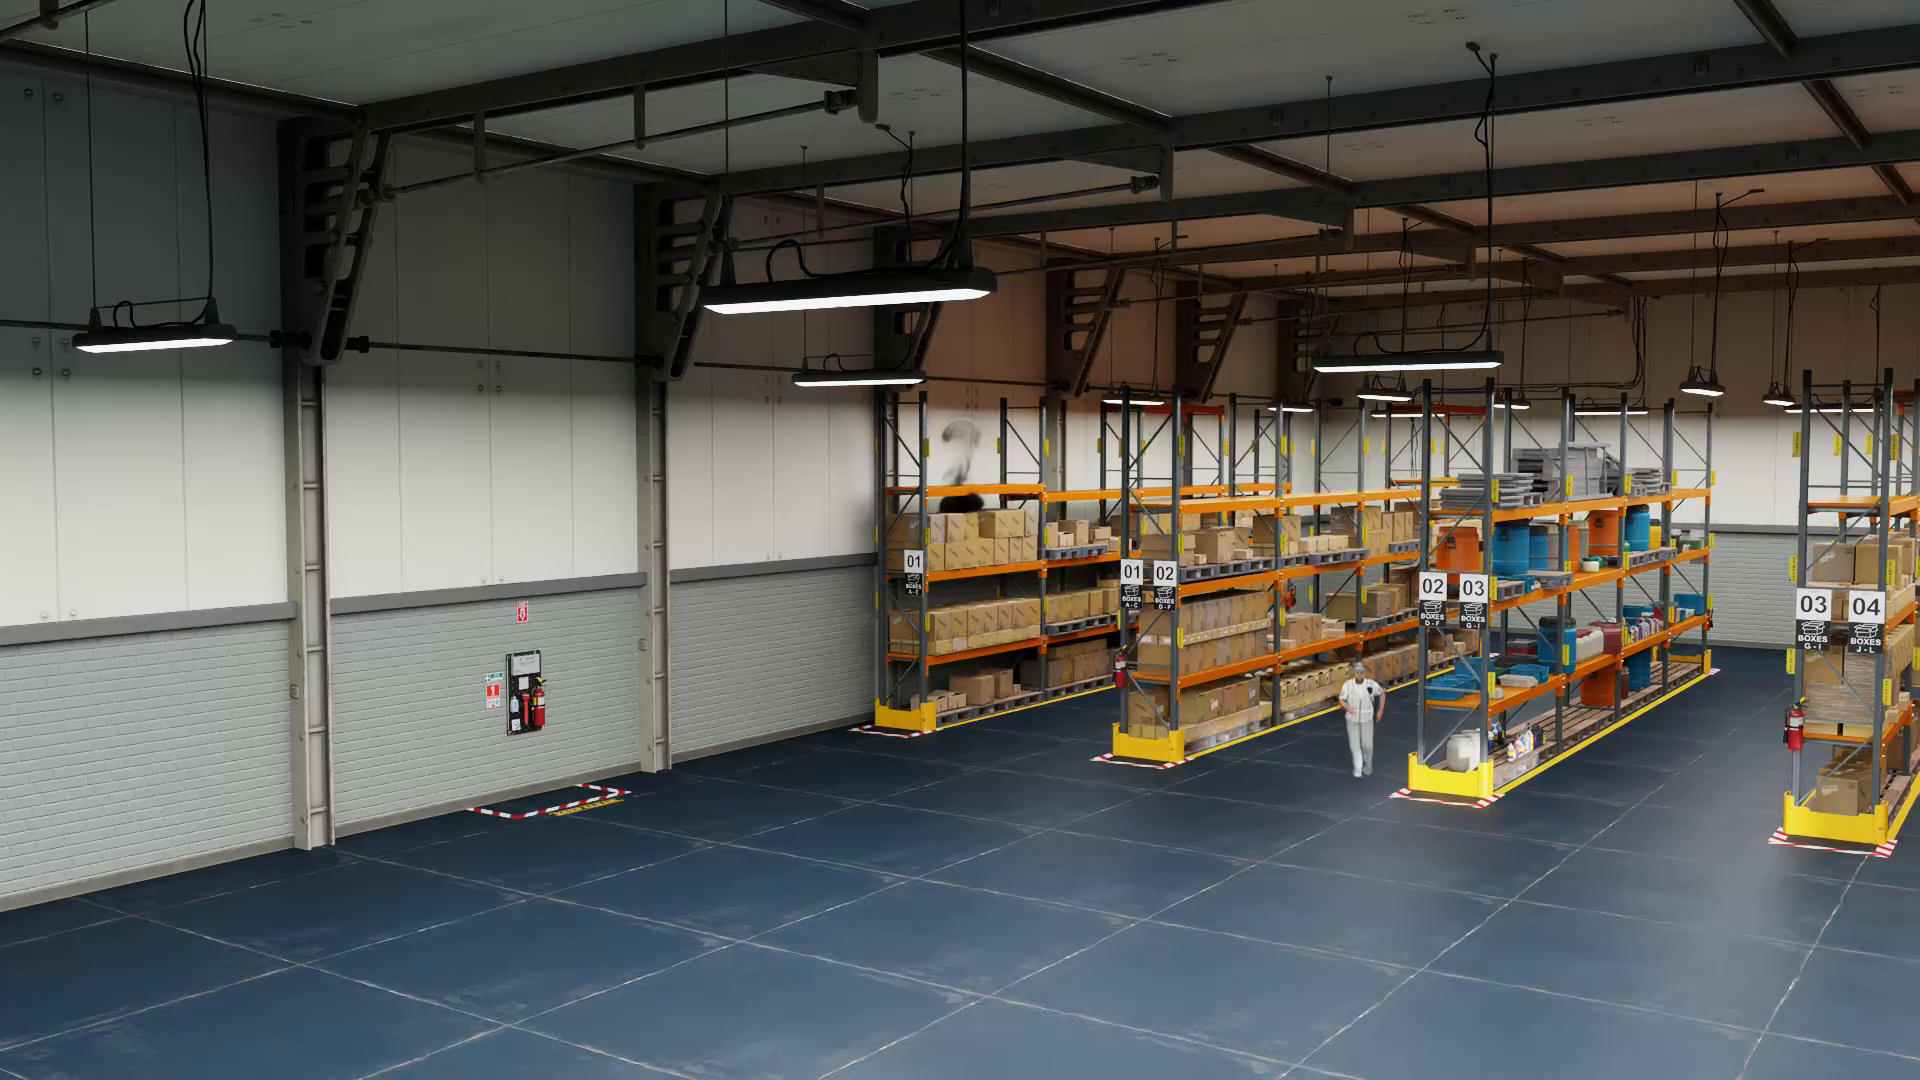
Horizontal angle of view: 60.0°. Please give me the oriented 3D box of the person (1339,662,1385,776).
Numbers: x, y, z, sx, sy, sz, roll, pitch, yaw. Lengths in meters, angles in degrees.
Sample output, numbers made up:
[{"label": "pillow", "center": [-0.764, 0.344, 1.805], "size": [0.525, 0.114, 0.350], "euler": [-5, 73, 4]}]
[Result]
[{"label": "person", "center": [6.088, 2.734, 25.215], "size": [0.685, 1.761, 0.638], "euler": [1, 3, 15]}]

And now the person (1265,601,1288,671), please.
[{"label": "person", "center": [6.686, 2.142, 35.103], "size": [0.651, 1.805, 0.983], "euler": [2, 4, 35]}]
